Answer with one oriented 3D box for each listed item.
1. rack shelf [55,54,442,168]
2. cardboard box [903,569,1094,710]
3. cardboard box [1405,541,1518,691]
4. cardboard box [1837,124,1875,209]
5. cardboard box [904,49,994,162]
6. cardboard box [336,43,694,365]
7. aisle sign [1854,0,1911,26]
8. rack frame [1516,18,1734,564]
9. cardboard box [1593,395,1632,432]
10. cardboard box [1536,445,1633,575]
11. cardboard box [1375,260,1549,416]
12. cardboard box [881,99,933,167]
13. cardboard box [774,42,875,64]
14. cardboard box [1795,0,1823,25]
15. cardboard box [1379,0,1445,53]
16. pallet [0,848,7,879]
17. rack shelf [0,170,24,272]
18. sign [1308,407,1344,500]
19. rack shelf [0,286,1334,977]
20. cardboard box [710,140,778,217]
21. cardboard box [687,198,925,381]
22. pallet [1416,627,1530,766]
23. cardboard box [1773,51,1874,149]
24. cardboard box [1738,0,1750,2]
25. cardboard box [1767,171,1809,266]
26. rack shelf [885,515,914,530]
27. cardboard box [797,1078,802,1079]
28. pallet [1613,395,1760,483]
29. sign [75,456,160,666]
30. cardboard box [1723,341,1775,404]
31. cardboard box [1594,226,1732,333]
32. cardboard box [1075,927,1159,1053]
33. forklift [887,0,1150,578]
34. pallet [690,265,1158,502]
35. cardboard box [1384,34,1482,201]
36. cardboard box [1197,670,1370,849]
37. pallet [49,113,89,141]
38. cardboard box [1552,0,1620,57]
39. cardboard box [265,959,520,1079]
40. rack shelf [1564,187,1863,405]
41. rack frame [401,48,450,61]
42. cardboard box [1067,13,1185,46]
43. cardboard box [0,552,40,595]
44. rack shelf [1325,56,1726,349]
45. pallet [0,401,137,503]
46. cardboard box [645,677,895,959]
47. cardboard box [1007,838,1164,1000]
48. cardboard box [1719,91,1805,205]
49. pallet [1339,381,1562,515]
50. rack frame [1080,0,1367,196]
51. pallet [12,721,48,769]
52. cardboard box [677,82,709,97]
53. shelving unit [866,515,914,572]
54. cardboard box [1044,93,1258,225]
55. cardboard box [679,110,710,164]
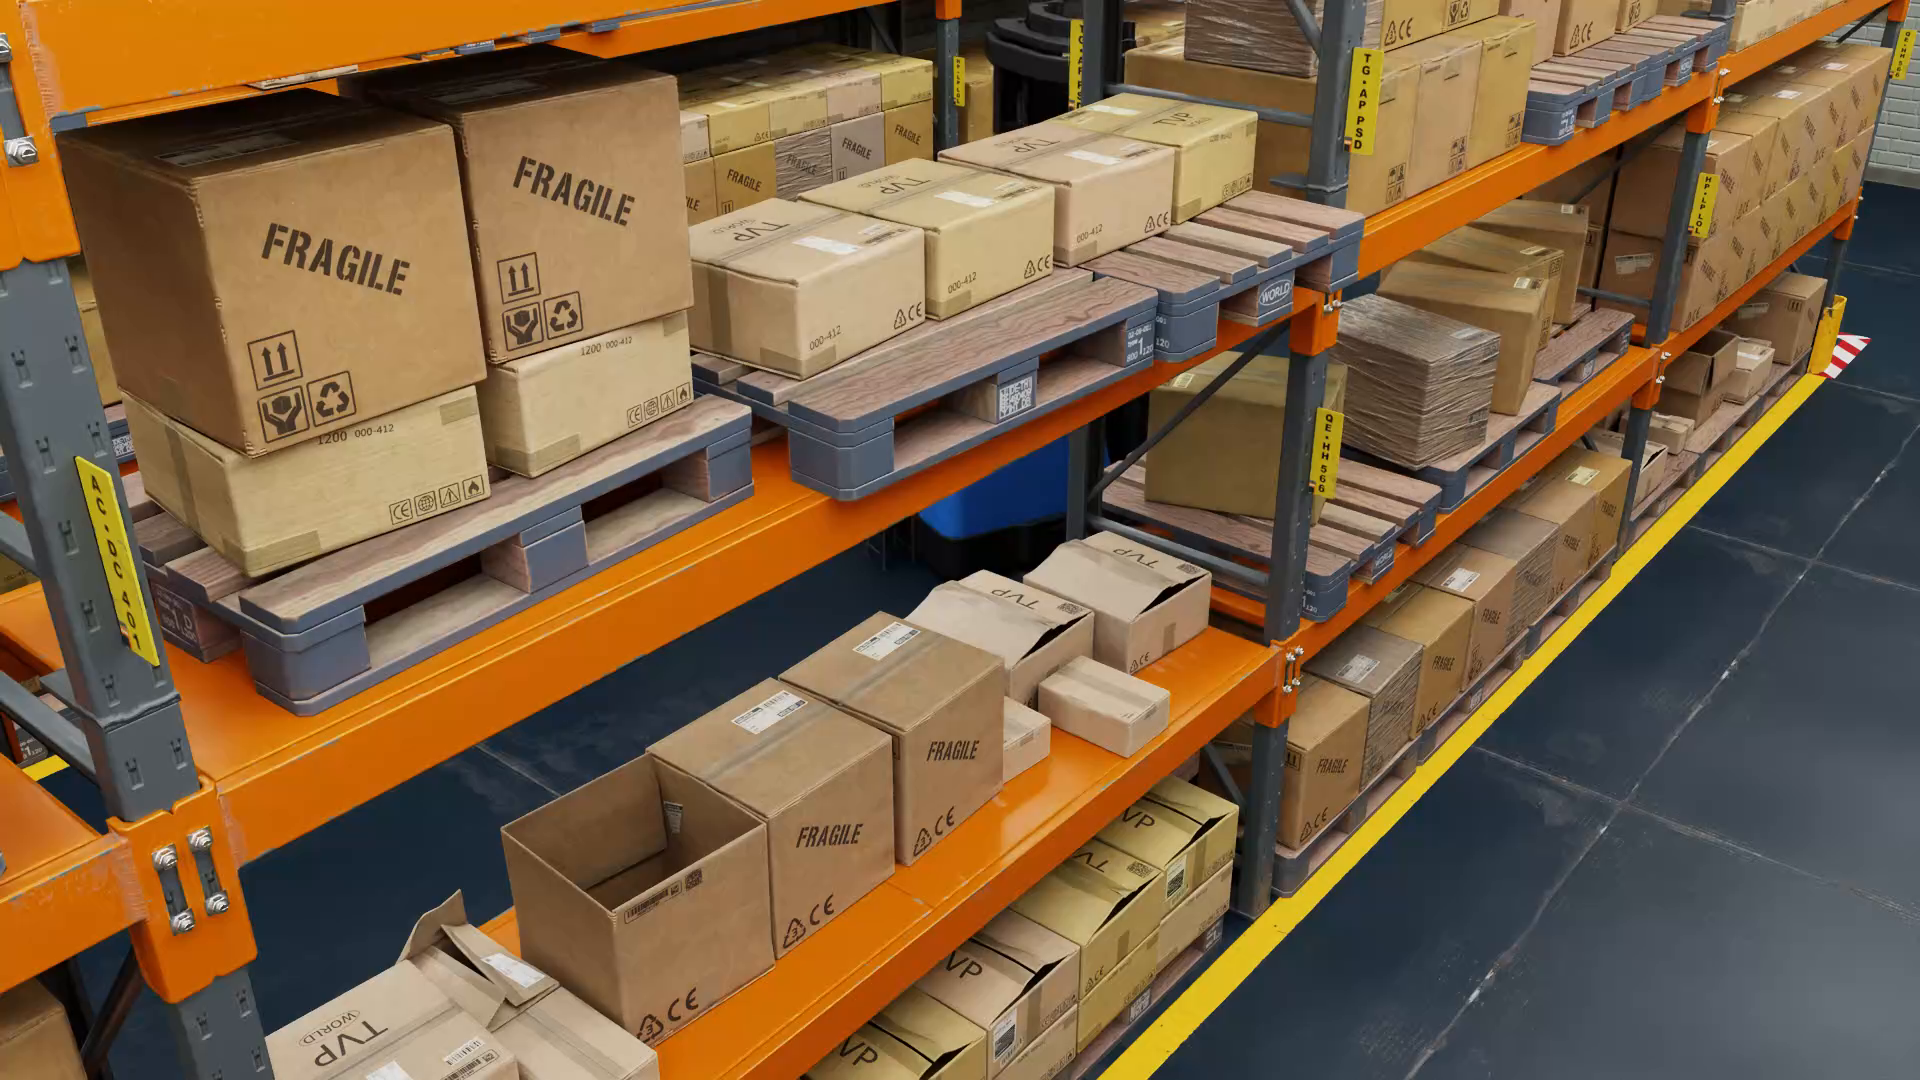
[{"bbox_3d":[-4.250,-1.698,7.286,1.077,0.370,4.000,21,34,34],"label":"rack shelf"},{"bbox_3d":[0.129,0.352,5.901,0.500,0.311,0.500,20,34,34],"label":"cardboard box"},{"bbox_3d":[2.337,0.339,8.071,0.500,0.500,0.500,19,33,33],"label":"cardboard box"},{"bbox_3d":[5.861,-2.590,11.383,0.500,0.500,0.500,22,35,36],"label":"cardboard box"},{"bbox_3d":[-0.076,-3.133,12.215,0.980,0.700,0.700,21,34,35],"label":"cardboard box"},{"bbox_3d":[-0.930,-0.730,3.523,0.500,0.500,0.500,-25,36,-39],"label":"cardboard box"},{"bbox_3d":[6.216,-3.873,11.143,0.394,0.787,0.004,21,34,34],"label":"aisle sign"},{"bbox_3d":[3.392,-1.366,9.126,1.000,3.000,0.127,21,34,34],"label":"rack frame"},{"bbox_3d":[4.012,-0.918,10.707,0.500,0.311,0.500,21,34,34],"label":"cardboard box"},{"bbox_3d":[3.299,-0.192,9.099,0.500,0.500,0.500,21,34,34],"label":"cardboard box"},{"bbox_3d":[2.315,-0.952,7.760,0.700,0.500,0.500,12,30,22],"label":"cardboard box"},{"bbox_3d":[-0.532,-2.760,11.367,0.500,0.500,0.500,20,33,34],"label":"cardboard box"},{"bbox_3d":[-0.927,-3.244,11.485,0.500,0.250,0.500,22,35,36],"label":"cardboard box"},{"bbox_3d":[4.532,-3.085,9.347,0.500,0.250,0.500,21,34,34],"label":"cardboard box"},{"bbox_3d":[1.454,-2.102,6.087,0.500,0.500,0.500,21,34,34],"label":"cardboard box"},{"bbox_3d":[-2.220,0.488,2.375,1.003,0.211,1.213,21,34,34],"label":"pallet"},{"bbox_3d":[-2.969,0.012,1.151,1.077,0.370,4.000,21,34,34],"label":"rack shelf"},{"bbox_3d":[1.278,-0.301,5.807,0.100,0.325,0.005,21,34,34],"label":"sign"},{"bbox_3d":[-0.425,-0.251,4.489,1.077,0.370,4.000,21,34,34],"label":"rack shelf"},{"bbox_3d":[-1.489,-2.222,10.327,0.500,0.500,0.500,22,34,36],"label":"cardboard box"},{"bbox_3d":[-0.434,-0.642,4.167,0.500,0.250,0.500,18,32,30],"label":"cardboard box"},{"bbox_3d":[2.128,0.607,8.348,1.003,0.211,1.213,21,34,34],"label":"pallet"},{"bbox_3d":[5.544,-2.855,10.807,0.500,0.500,0.500,22,34,36],"label":"cardboard box"},{"bbox_3d":[3.893,-2.953,8.549,0.500,0.250,0.500,21,34,34],"label":"cardboard box"},{"bbox_3d":[4.891,-2.051,10.342,0.500,0.500,0.500,20,34,34],"label":"cardboard box"},{"bbox_3d":[-0.401,-0.170,9.392,0.180,0.103,0.258,-15,31,-26],"label":"rack shelf"},{"bbox_3d":[-0.591,1.823,4.887,0.500,0.311,0.500,19,33,33],"label":"cardboard box"},{"bbox_3d":[4.605,-0.805,11.076,1.003,0.211,1.213,21,34,34],"label":"pallet"},{"bbox_3d":[-1.268,0.035,2.504,0.100,0.325,0.005,21,34,34],"label":"sign"},{"bbox_3d":[5.153,-1.165,11.252,0.500,0.250,0.500,21,34,34],"label":"cardboard box"},{"bbox_3d":[3.926,-1.511,9.298,0.500,0.500,0.500,22,34,36],"label":"cardboard box"},{"bbox_3d":[0.376,1.529,6.066,0.500,0.250,0.500,20,34,34],"label":"cardboard box"},{"bbox_3d":[0.997,-1.563,9.581,3.031,2.935,1.130,-15,31,-26],"label":"forklift"},{"bbox_3d":[-0.224,-0.532,4.455,1.003,0.211,1.213,23,35,37],"label":"pallet"},{"bbox_3d":[1.423,-1.670,6.339,0.910,0.500,0.500,21,34,34],"label":"cardboard box"},{"bbox_3d":[1.357,0.889,7.008,0.500,0.500,0.500,22,35,36],"label":"cardboard box"},{"bbox_3d":[-4.390,-1.781,6.868,1.213,0.211,1.003,21,34,34],"label":"pallet"},{"bbox_3d":[2.607,-2.573,7.519,0.600,0.600,0.600,20,34,34],"label":"cardboard box"},{"bbox_3d":[-1.418,1.350,4.039,0.500,0.250,0.500,23,35,37],"label":"cardboard box"},{"bbox_3d":[4.664,-1.755,10.662,1.077,0.370,4.000,21,34,34],"label":"rack shelf"},{"bbox_3d":[-2.978,-1.394,9.180,1.000,3.000,0.127,21,34,34],"label":"rack frame"},{"bbox_3d":[1.340,-3.919,13.734,0.980,0.700,0.700,20,34,34],"label":"cardboard box"},{"bbox_3d":[-4.461,-0.003,7.916,0.500,0.250,0.500,20,33,33],"label":"cardboard box"},{"bbox_3d":[2.119,-1.669,7.231,1.077,0.370,4.000,21,34,34],"label":"rack shelf"},{"bbox_3d":[-4.205,-0.595,7.844,1.003,0.211,1.213,21,34,34],"label":"pallet"},{"bbox_3d":[-0.542,0.794,4.841,0.500,0.500,0.500,21,34,34],"label":"cardboard box"},{"bbox_3d":[0.379,1.282,5.933,0.500,0.311,0.500,20,34,34],"label":"cardboard box"},{"bbox_3d":[4.564,-2.304,9.743,0.500,0.500,0.500,20,33,33],"label":"cardboard box"},{"bbox_3d":[2.081,-0.553,7.764,1.003,0.211,1.213,21,34,34],"label":"pallet"},{"bbox_3d":[0.847,-2.612,5.006,1.000,3.000,0.127,21,34,34],"label":"rack frame"},{"bbox_3d":[-5.028,0.986,7.614,1.003,0.211,1.213,21,34,34],"label":"pallet"},{"bbox_3d":[-1.905,-2.693,10.421,0.500,0.250,0.500,20,33,33],"label":"cardboard box"},{"bbox_3d":[-0.401,-0.423,9.261,0.189,1.200,0.258,-15,31,-26],"label":"shelving unit"},{"bbox_3d":[0.602,-1.222,5.290,0.500,0.250,0.500,18,32,31],"label":"cardboard box"},{"bbox_3d":[-1.834,-2.367,9.791,0.500,0.250,0.500,21,34,35],"label":"cardboard box"}]
